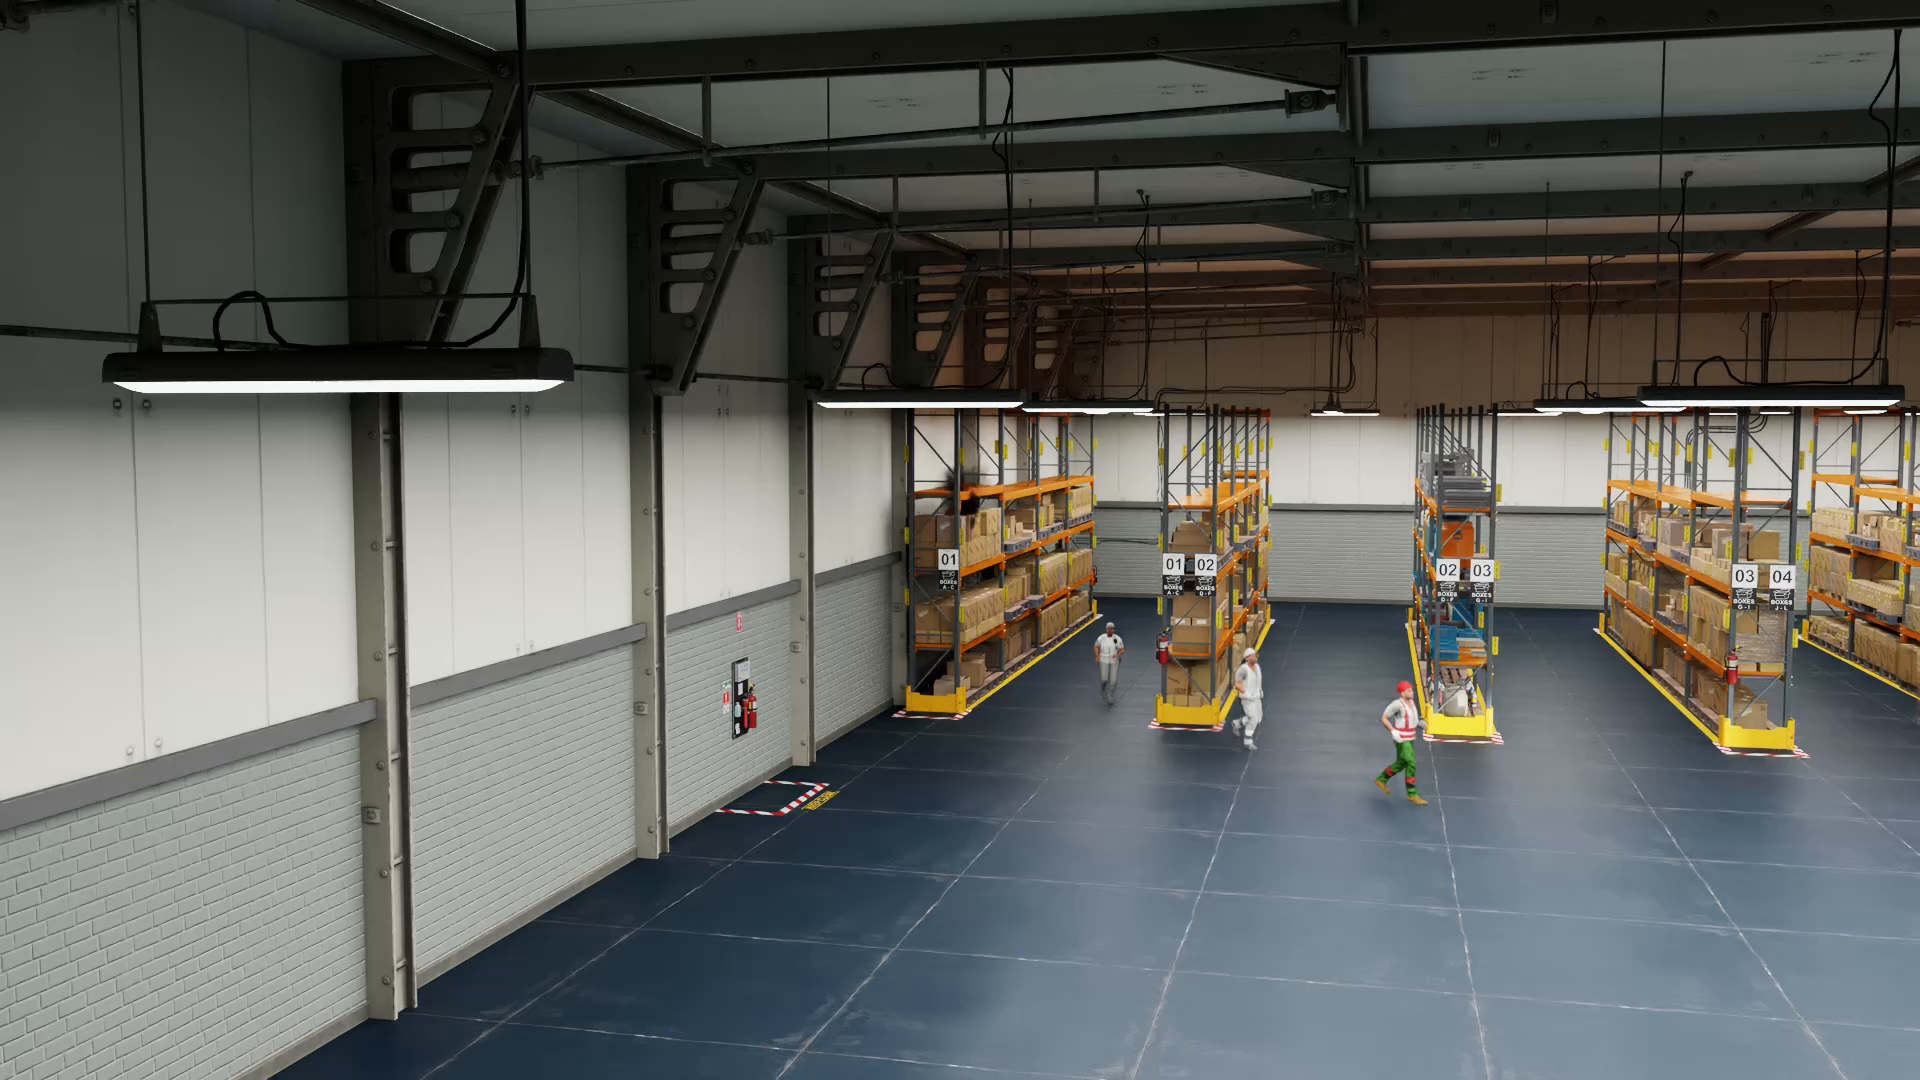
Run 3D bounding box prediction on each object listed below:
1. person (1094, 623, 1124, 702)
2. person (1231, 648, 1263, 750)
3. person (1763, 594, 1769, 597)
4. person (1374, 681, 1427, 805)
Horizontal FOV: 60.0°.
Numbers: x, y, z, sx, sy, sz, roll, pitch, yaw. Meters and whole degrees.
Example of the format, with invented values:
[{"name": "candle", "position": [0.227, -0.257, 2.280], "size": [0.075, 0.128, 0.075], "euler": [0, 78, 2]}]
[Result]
[{"name": "person", "position": [3.003, 2.473, 33.451], "size": [0.606, 1.620, 0.556], "euler": [0, 4, 3]}, {"name": "person", "position": [4.995, 2.747, 28.952], "size": [0.673, 1.761, 0.683], "euler": [-3, 5, -40]}, {"name": "person", "position": [20.564, 1.751, 42.622], "size": [0.679, 1.812, 0.716], "euler": [2, 4, 20]}, {"name": "person", "position": [6.609, 2.991, 24.851], "size": [0.900, 1.796, 0.641], "euler": [4, 5, 40]}]
